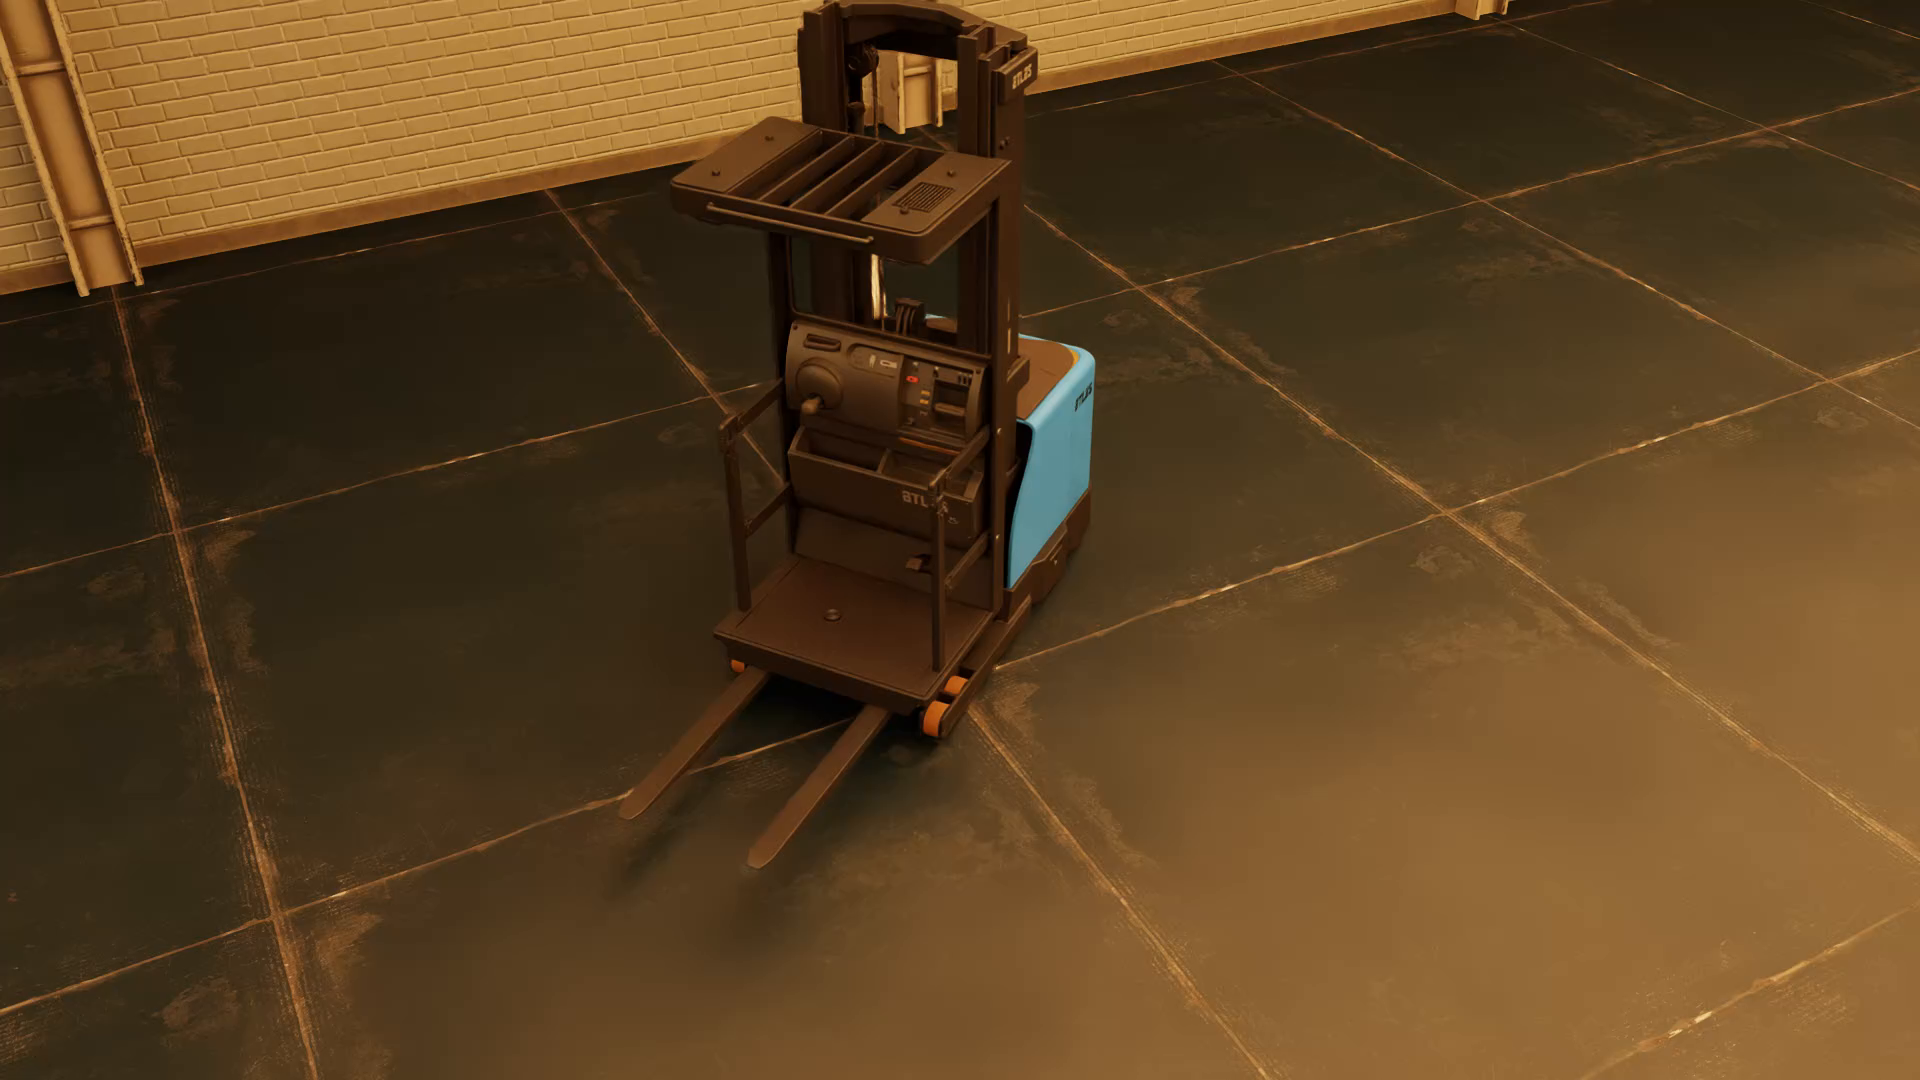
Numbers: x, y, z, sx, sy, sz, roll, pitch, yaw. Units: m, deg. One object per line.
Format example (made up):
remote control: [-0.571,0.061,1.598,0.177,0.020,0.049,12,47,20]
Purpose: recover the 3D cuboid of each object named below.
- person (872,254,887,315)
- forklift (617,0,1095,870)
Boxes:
person: [-0.615,-1.279,9.005,0.483,1.696,0.912,-12,37,-17]
forklift: [-0.422,-0.604,6.978,1.130,2.935,3.031,16,38,21]
